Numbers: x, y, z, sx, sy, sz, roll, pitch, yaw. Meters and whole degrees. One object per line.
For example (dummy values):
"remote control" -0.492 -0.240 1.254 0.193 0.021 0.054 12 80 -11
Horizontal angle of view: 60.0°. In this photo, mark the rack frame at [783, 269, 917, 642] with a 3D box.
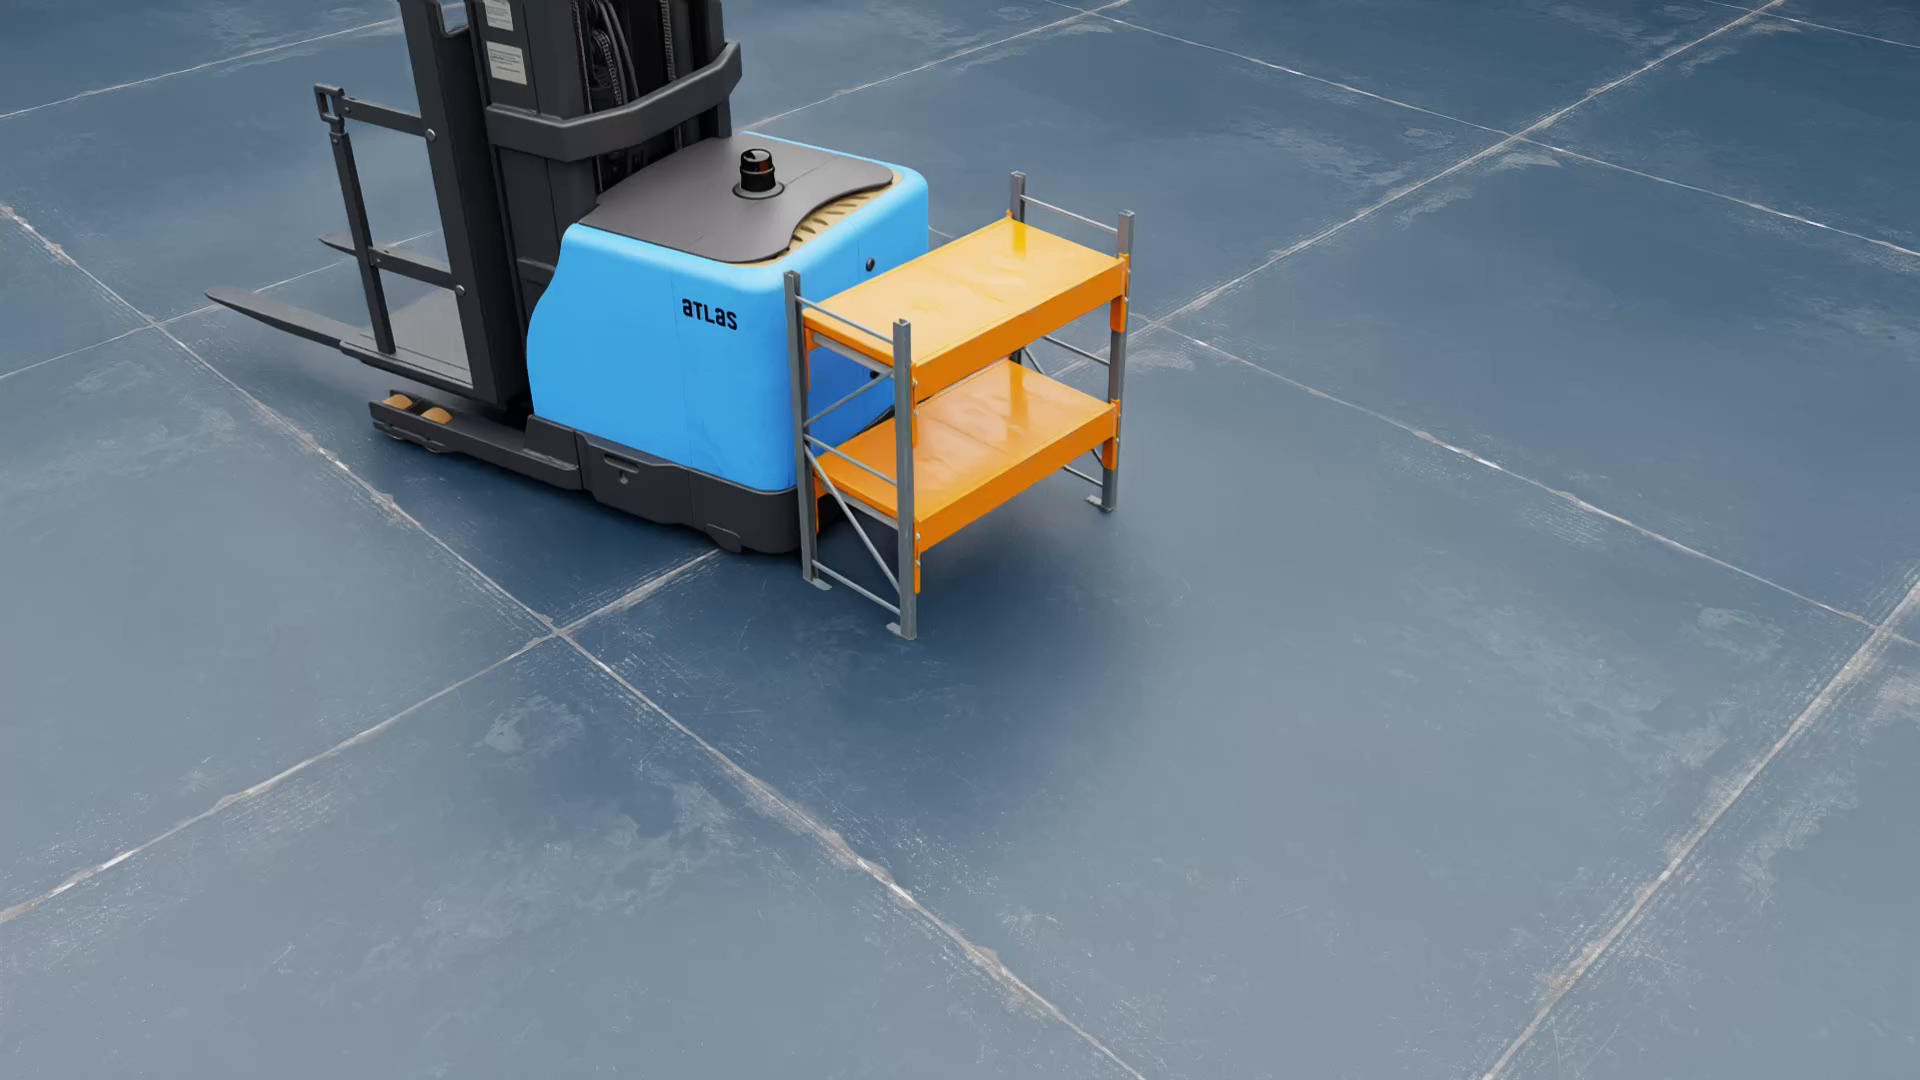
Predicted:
"rack frame" -0.331 -0.240 5.111 0.500 1.125 0.032 28 44 34

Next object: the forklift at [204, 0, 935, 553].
"forklift" -1.628 -1.769 5.724 3.031 2.935 1.130 18 39 24

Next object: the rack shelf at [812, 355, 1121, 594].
"rack shelf" 0.015 -0.253 5.556 0.538 0.278 1.000 28 44 34

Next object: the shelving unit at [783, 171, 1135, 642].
"shelving unit" 0.015 -0.453 5.416 0.538 1.125 1.048 28 44 34

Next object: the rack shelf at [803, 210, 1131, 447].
"rack shelf" 0.015 -0.693 5.249 0.538 0.278 1.000 28 44 34

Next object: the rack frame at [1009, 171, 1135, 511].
"rack frame" 0.361 -0.666 5.722 0.500 1.125 0.032 28 44 34
